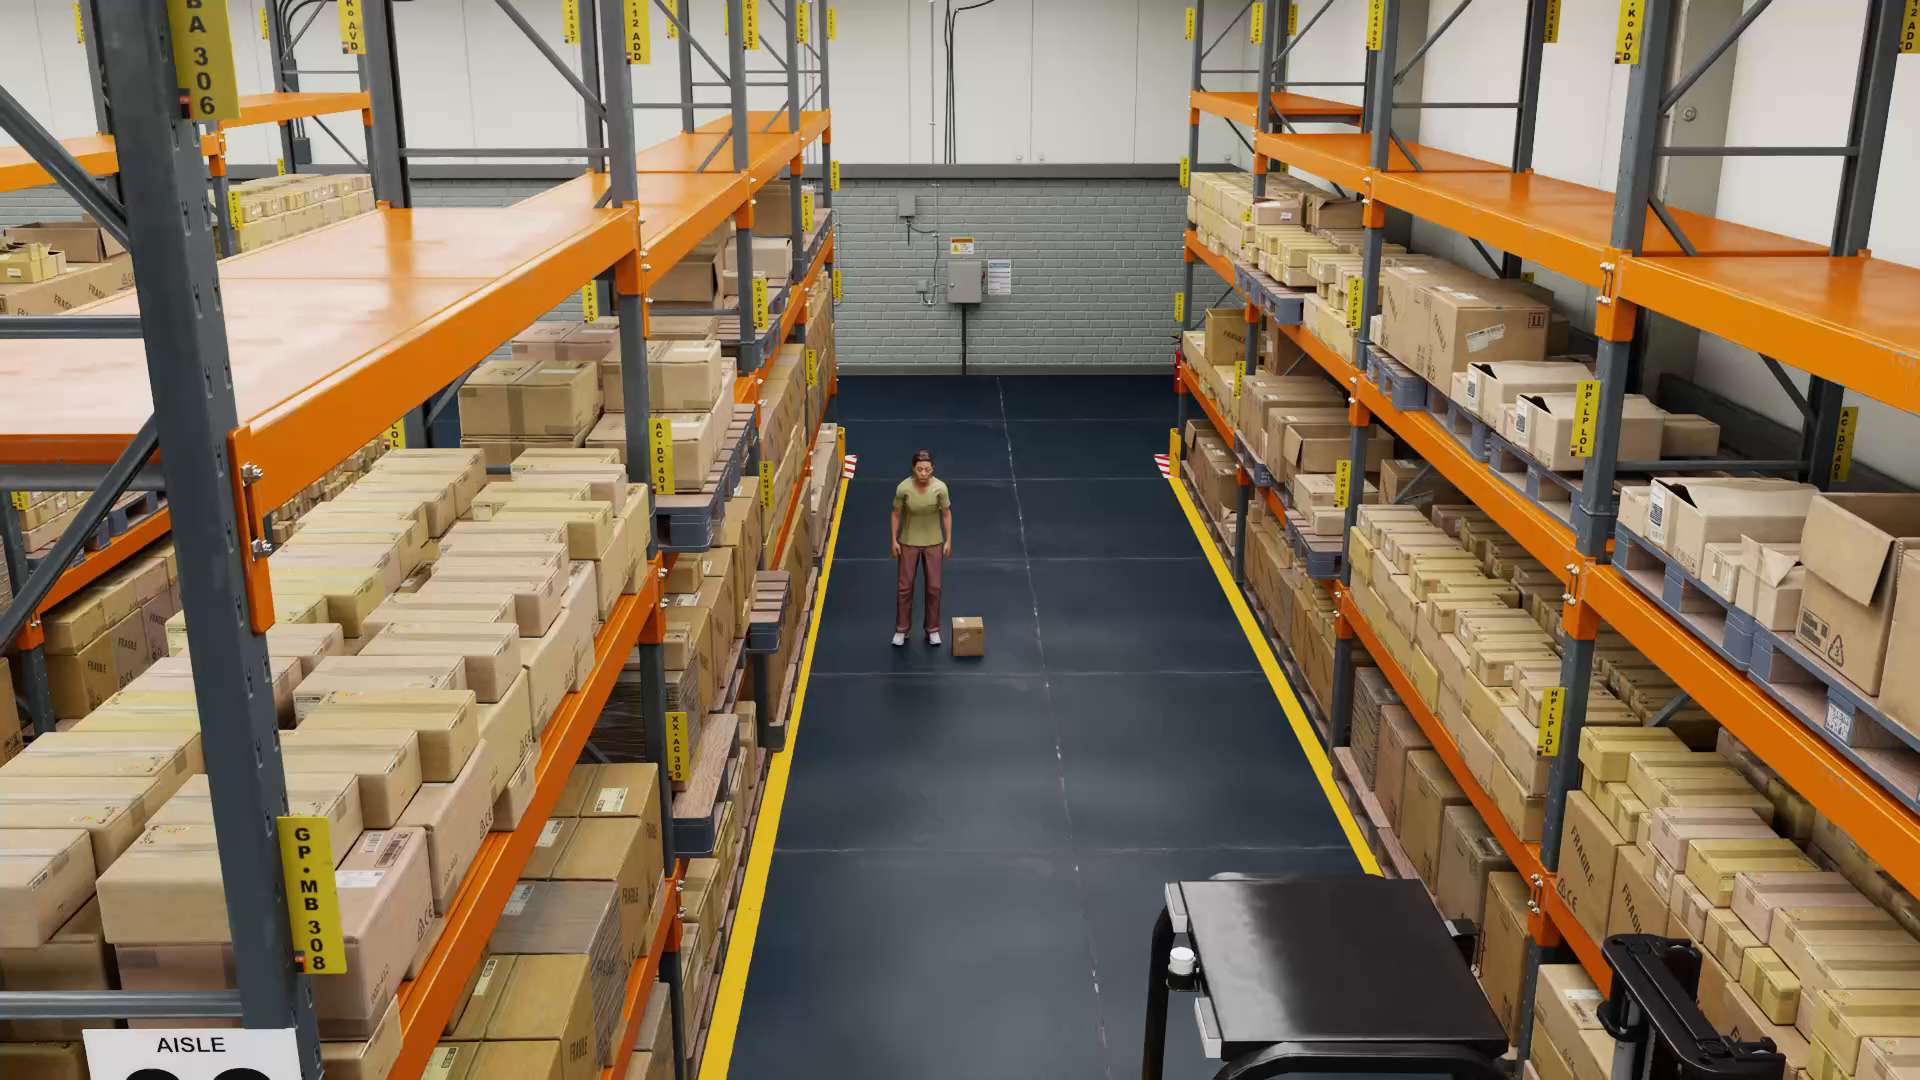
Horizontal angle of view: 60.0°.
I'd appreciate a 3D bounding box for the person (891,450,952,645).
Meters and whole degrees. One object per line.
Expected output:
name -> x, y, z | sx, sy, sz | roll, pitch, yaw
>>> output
person -> -0.323, 0.049, 13.889 | 0.513, 1.673, 0.347 | -1, 17, -3
